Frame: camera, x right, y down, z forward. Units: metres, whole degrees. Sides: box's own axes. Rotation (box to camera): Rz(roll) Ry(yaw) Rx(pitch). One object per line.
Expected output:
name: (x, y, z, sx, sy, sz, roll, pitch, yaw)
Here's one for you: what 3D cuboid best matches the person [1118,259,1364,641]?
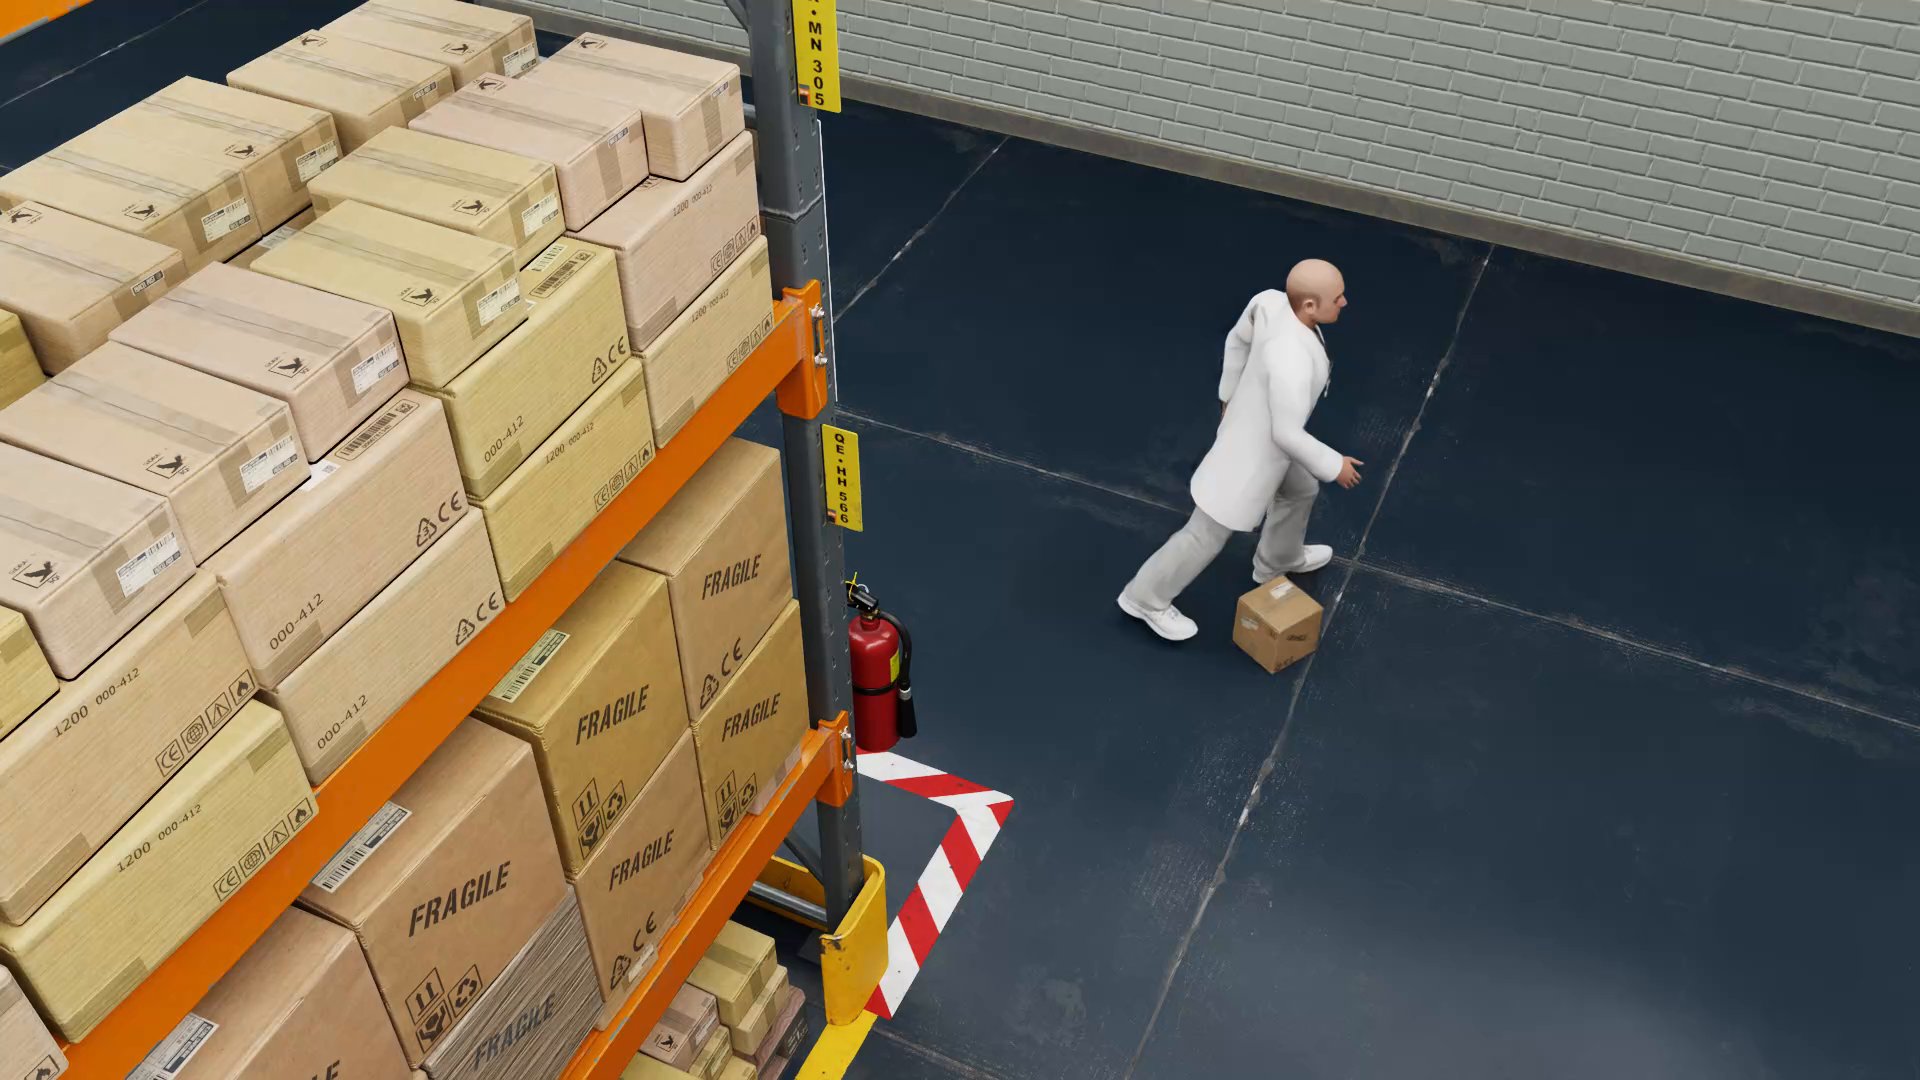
person: (1.139, -0.370, 6.601, 0.912, 1.715, 0.706, 5, 42, 6)
